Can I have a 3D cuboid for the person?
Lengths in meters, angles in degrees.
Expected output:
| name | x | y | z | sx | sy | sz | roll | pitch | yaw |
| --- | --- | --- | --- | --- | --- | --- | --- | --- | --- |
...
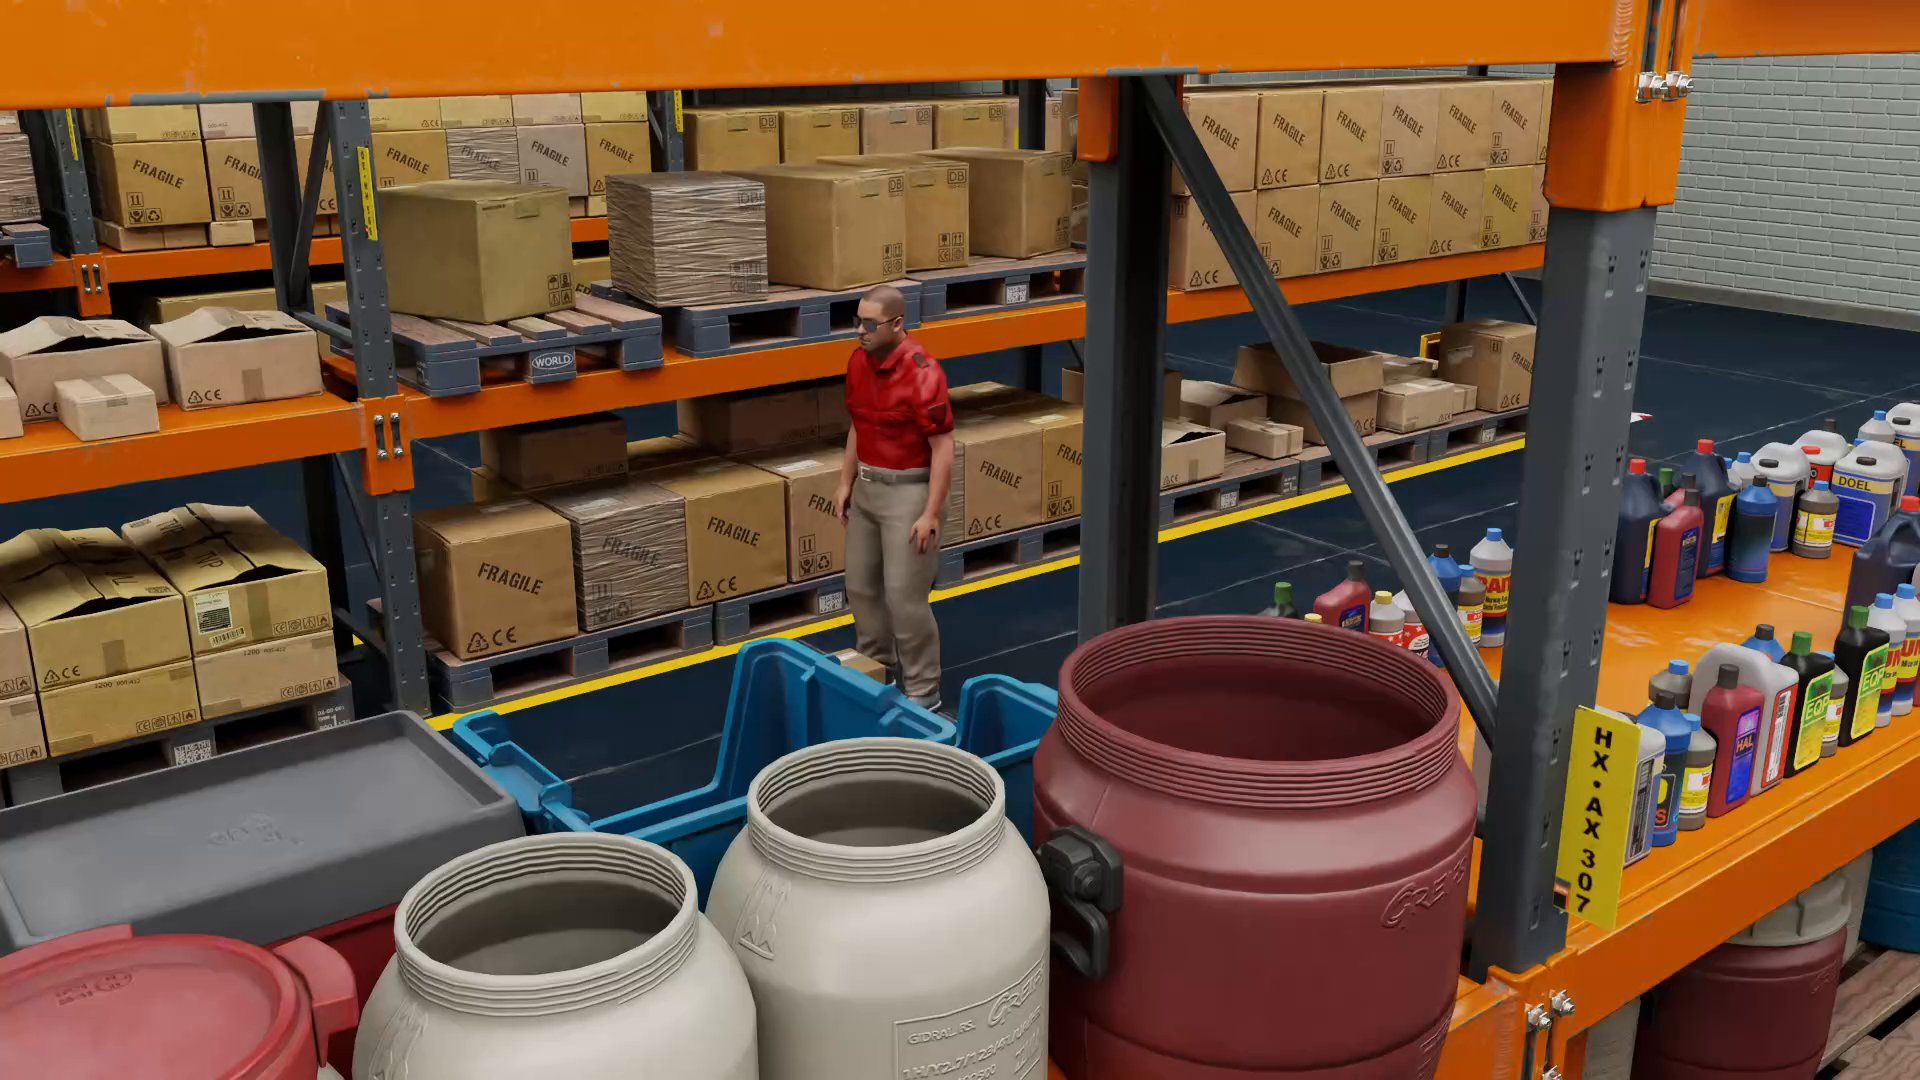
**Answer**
| name | x | y | z | sx | sy | sz | roll | pitch | yaw |
| --- | --- | --- | --- | --- | --- | --- | --- | --- | --- |
| person | -0.265 | -0.145 | 6.528 | 0.386 | 1.728 | 0.605 | -14 | 23 | -38 |
